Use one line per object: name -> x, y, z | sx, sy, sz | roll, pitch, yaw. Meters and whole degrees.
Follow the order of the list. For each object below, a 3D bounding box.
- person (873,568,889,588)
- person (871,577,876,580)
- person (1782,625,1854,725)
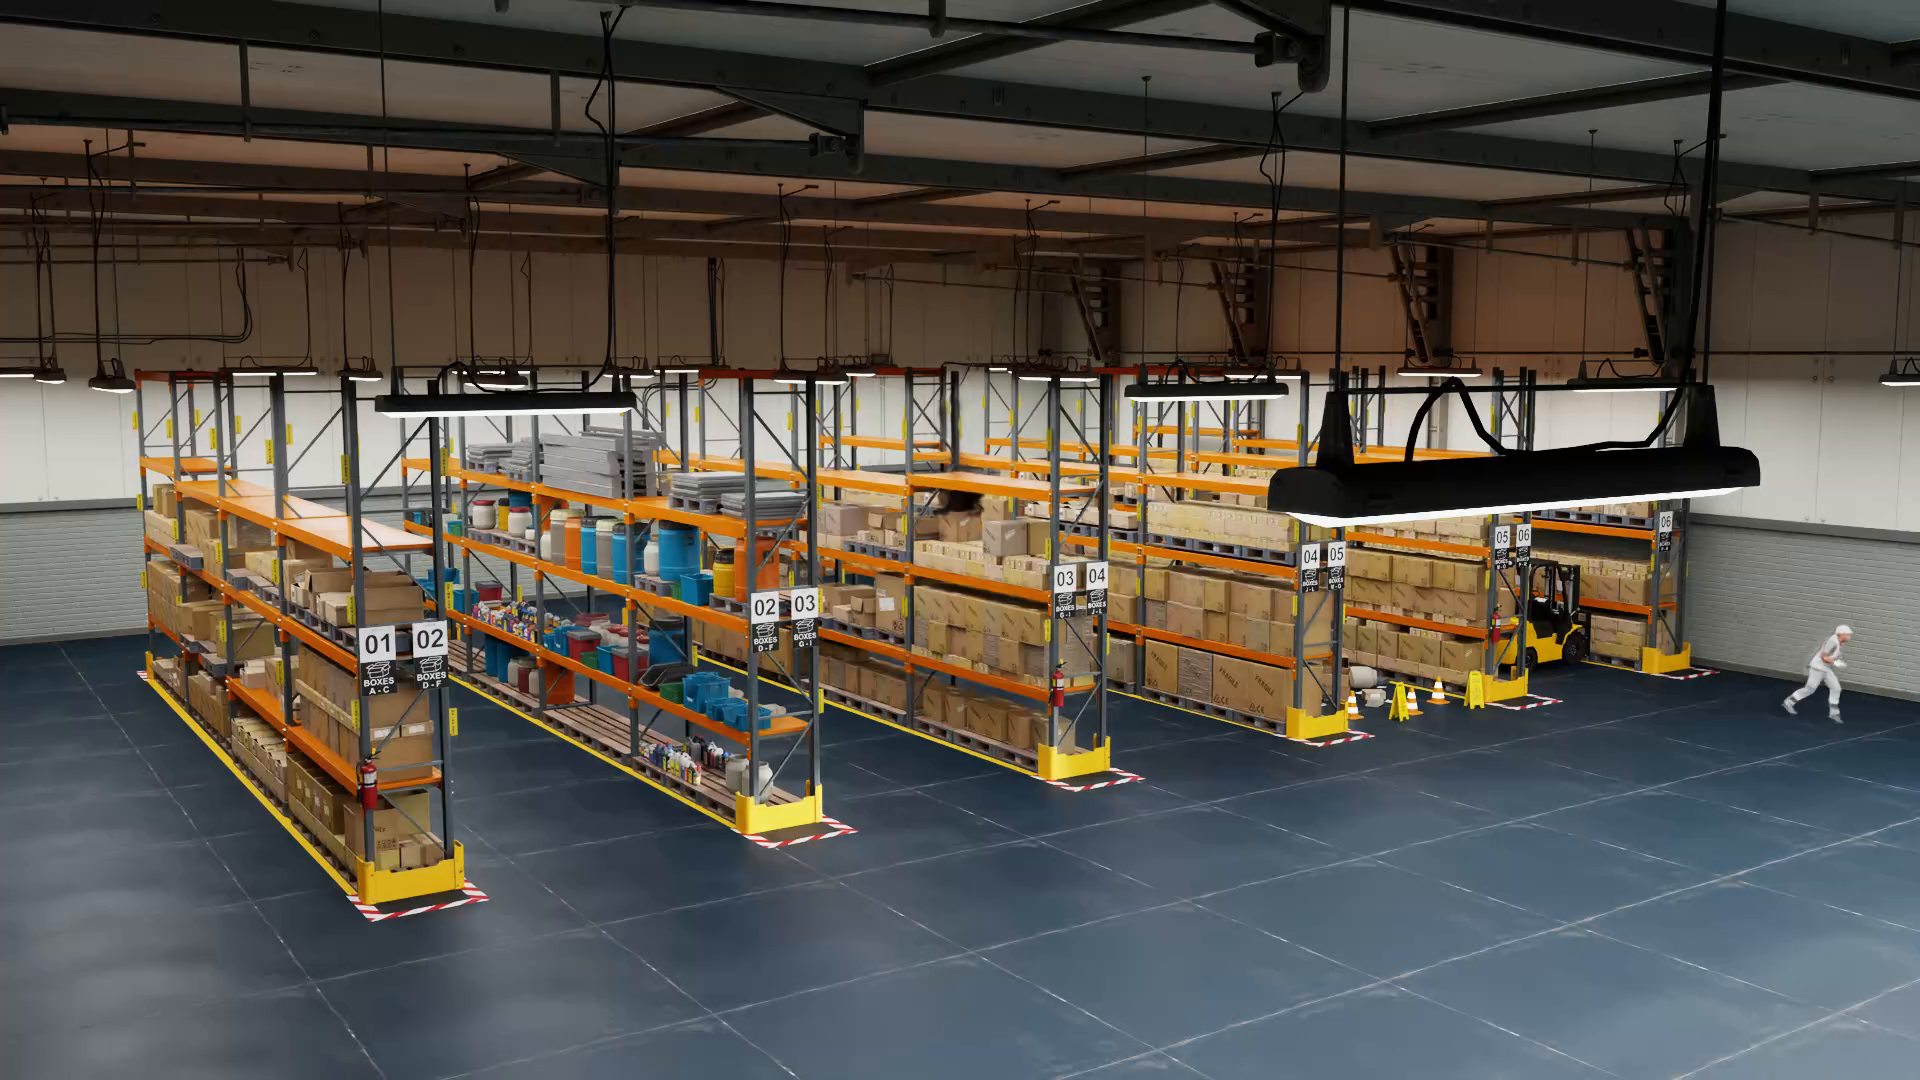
person -> -1.679, 1.436, 35.928 | 0.650, 1.702, 0.876 | -5, 8, -38
person -> -2.160, 0.525, 43.681 | 0.645, 1.745, 0.605 | 4, 8, 34
person -> 14.760, 2.285, 28.621 | 1.057, 1.729, 0.704 | 5, 8, 37
